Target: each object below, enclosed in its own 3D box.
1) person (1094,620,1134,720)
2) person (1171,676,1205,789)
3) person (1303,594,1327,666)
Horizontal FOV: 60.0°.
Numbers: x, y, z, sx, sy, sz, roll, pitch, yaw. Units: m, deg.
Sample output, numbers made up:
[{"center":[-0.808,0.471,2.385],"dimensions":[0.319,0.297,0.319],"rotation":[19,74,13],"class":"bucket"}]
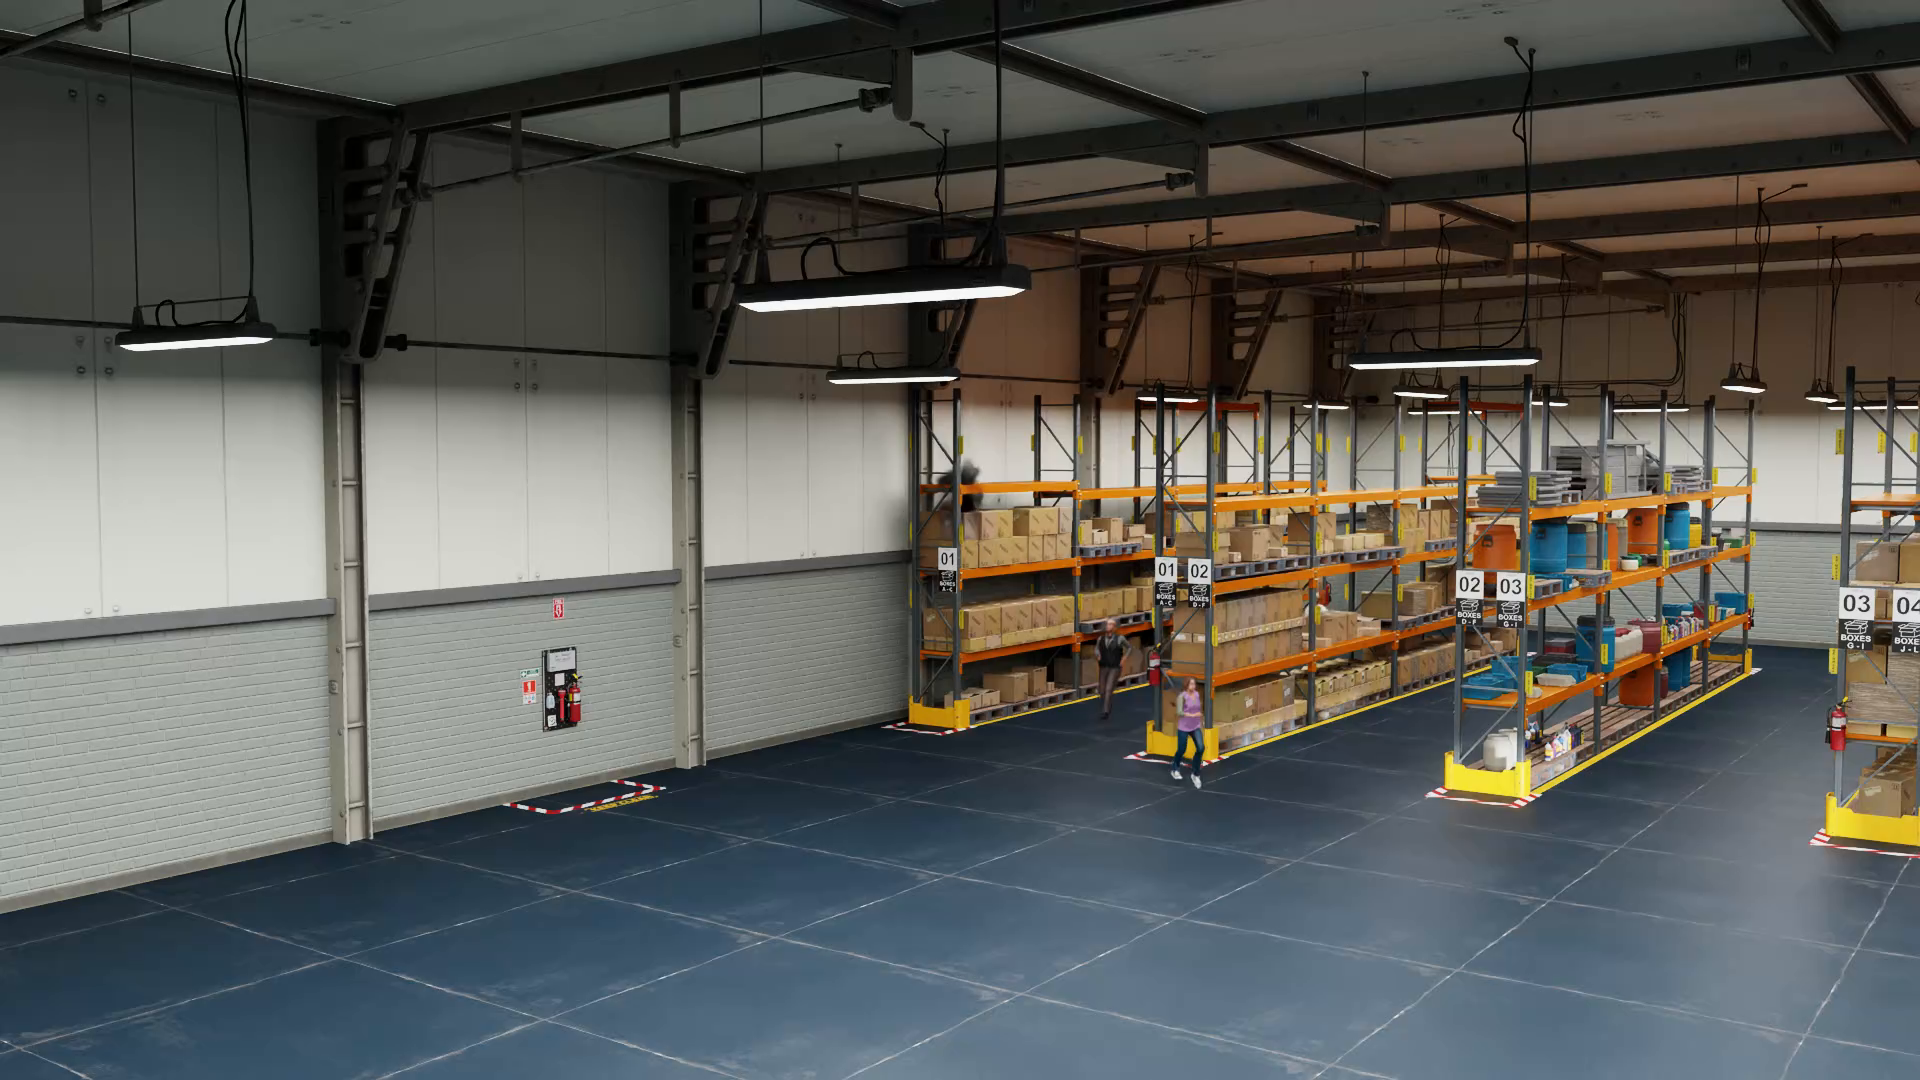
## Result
[{"center":[2.576,2.240,28.753],"dimensions":[0.683,1.678,0.826],"rotation":[2,4,28],"class":"person"},{"center":[3.358,2.804,24.388],"dimensions":[0.504,1.640,0.784],"rotation":[-1,4,-23],"class":"person"},{"center":[8.004,2.030,37.503],"dimensions":[0.616,1.643,0.874],"rotation":[2,4,26],"class":"person"}]
